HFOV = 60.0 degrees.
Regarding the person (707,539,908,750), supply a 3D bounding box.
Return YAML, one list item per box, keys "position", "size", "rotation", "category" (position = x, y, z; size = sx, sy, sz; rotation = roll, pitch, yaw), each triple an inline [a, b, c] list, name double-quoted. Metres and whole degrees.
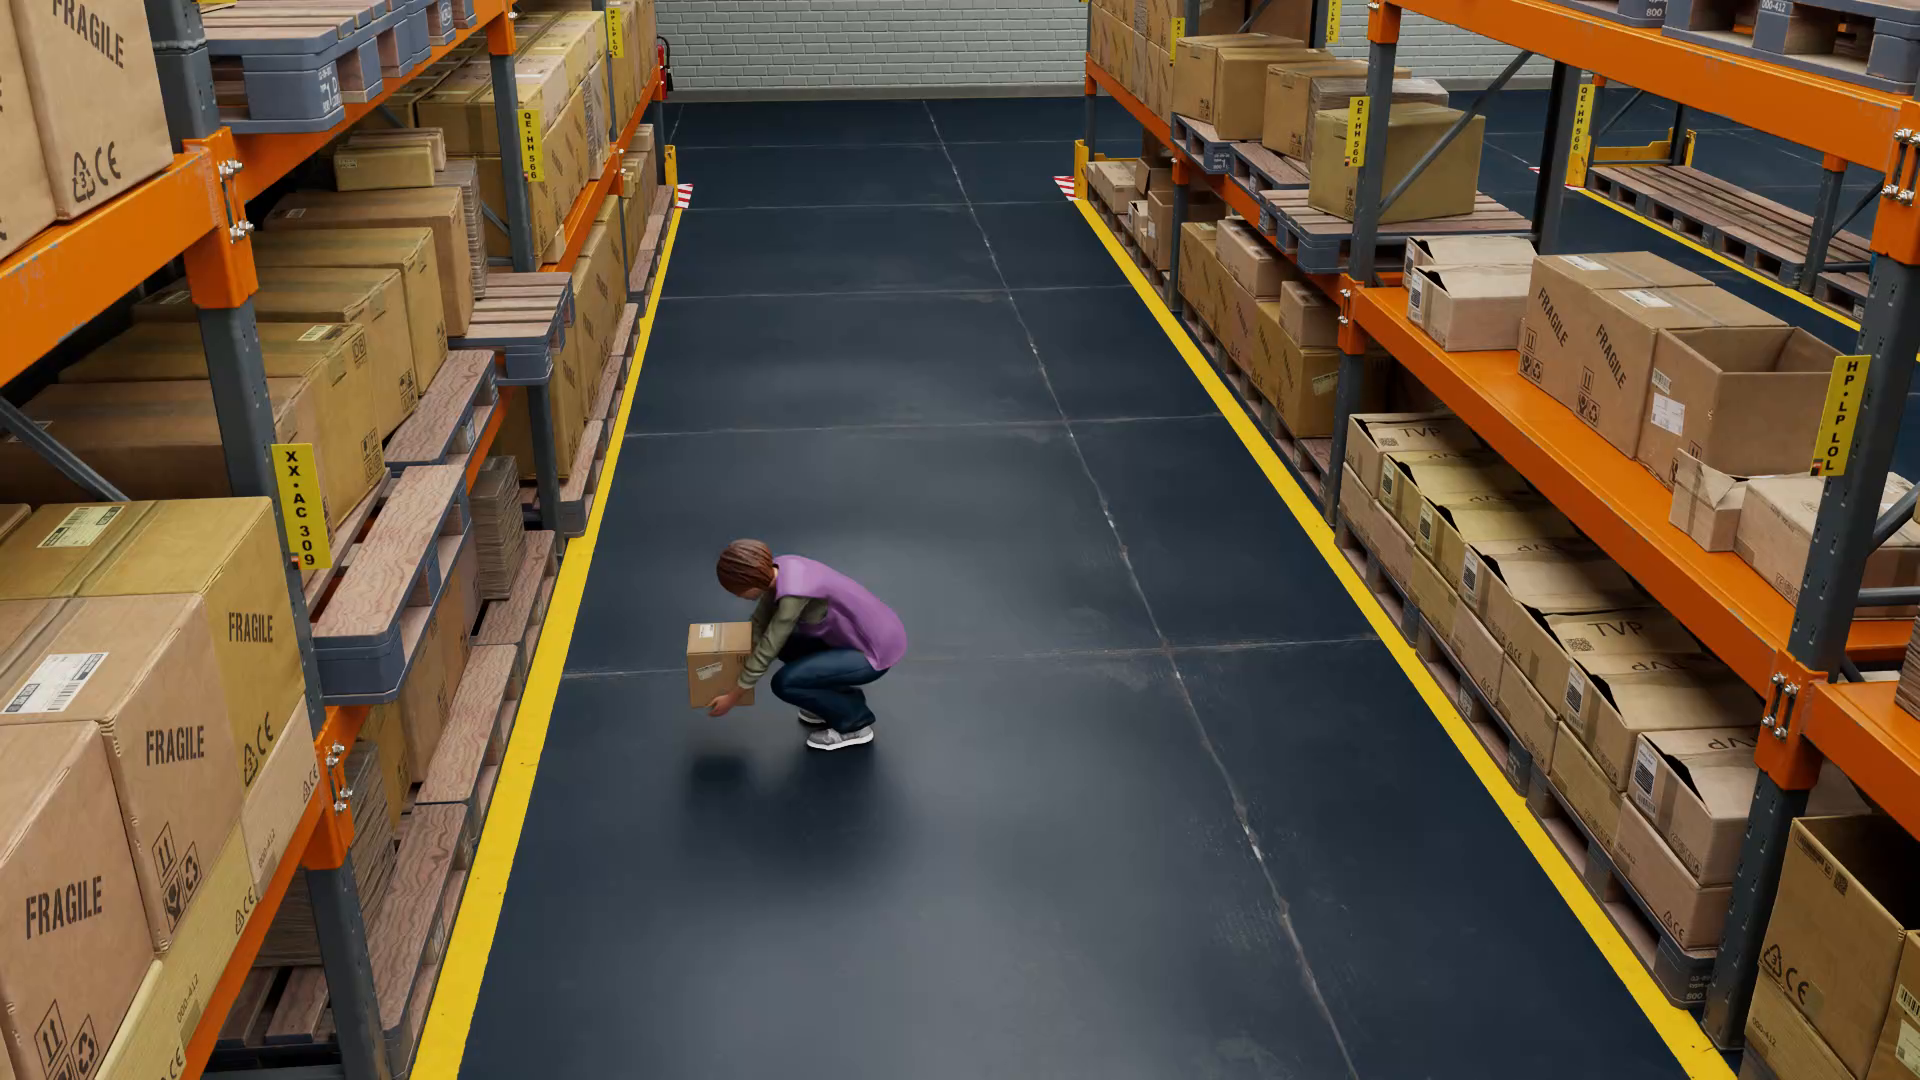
- position: [-0.613, 0.388, 6.622]
  size: [0.811, 0.888, 0.458]
  rotation: [-2, 24, -5]
  category: "person"
